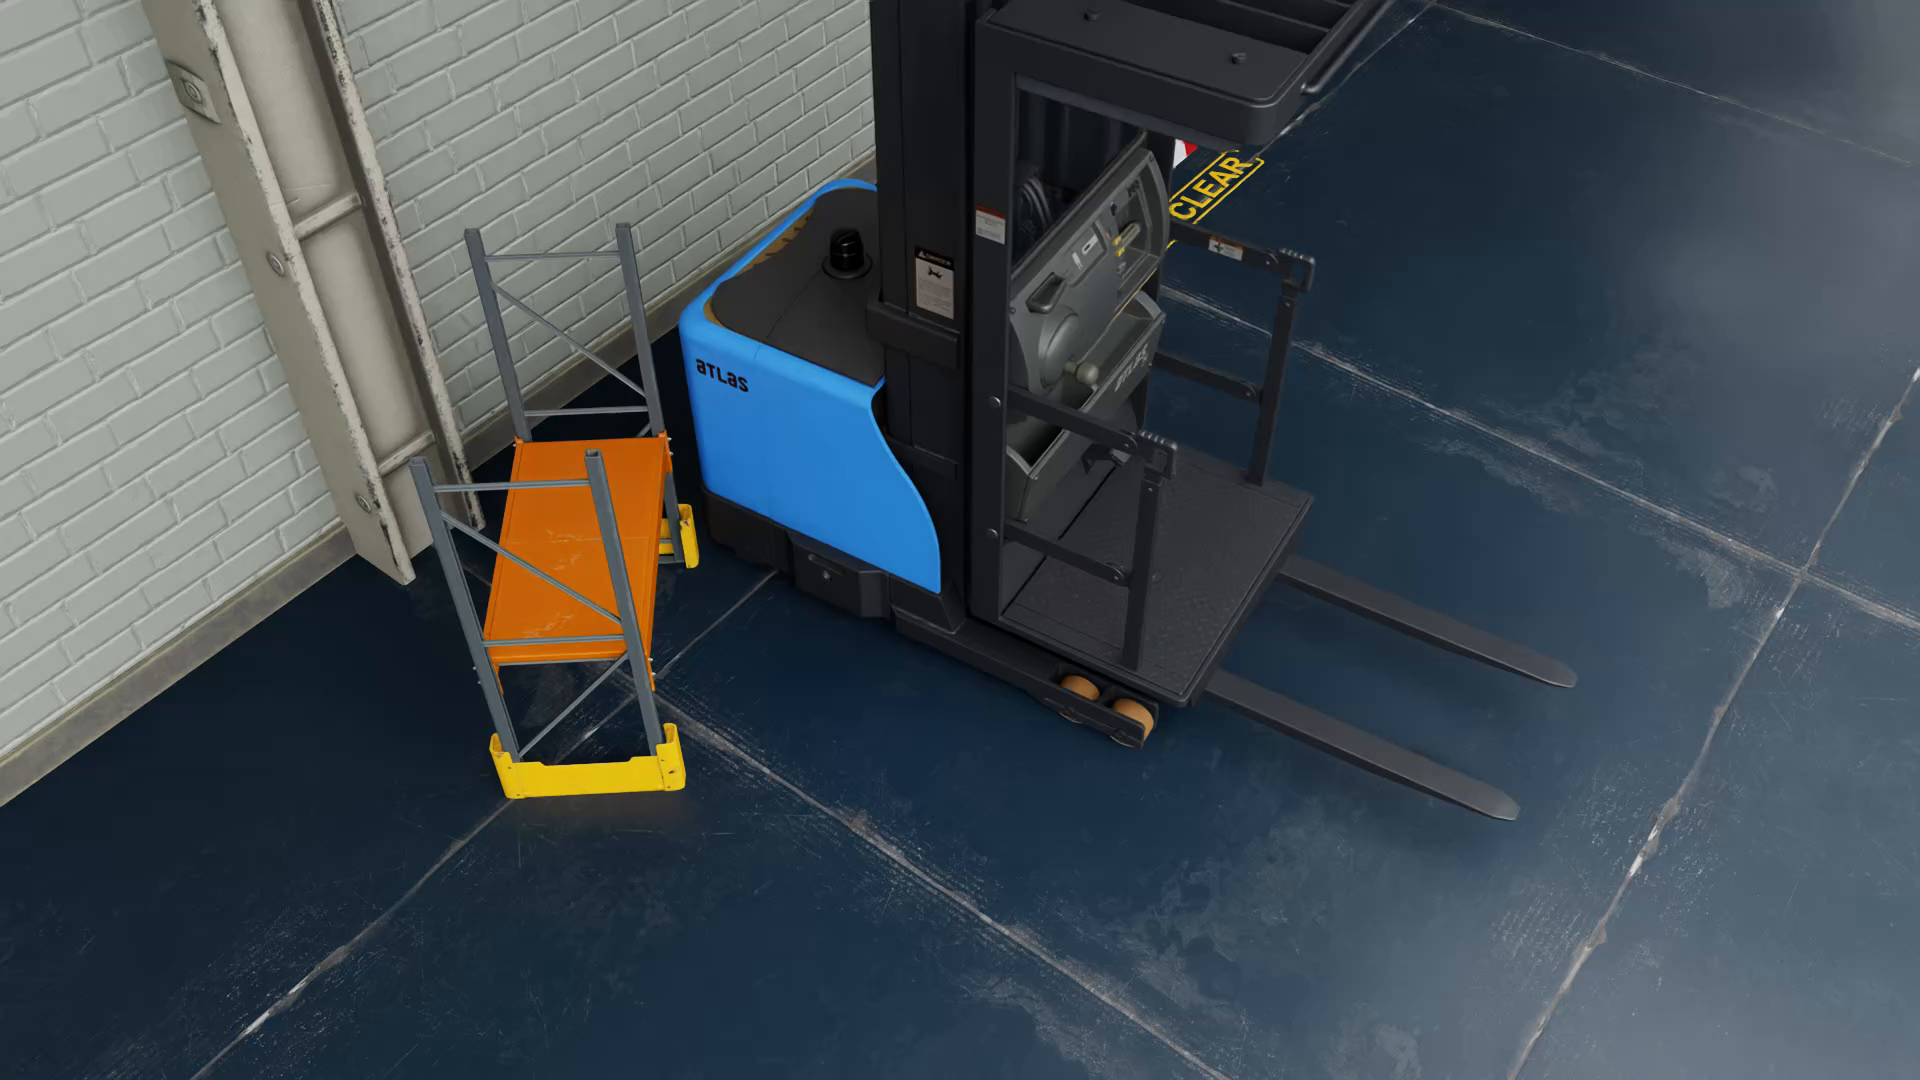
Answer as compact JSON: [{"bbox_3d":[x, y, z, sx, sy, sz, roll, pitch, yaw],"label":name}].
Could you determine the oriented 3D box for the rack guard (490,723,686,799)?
[{"bbox_3d":[-1.200,0.717,5.392,0.587,0.250,0.087,-3,46,-2],"label":"rack guard"}]

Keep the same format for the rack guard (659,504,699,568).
[{"bbox_3d":[-1.263,-0.002,6.079,0.587,0.250,0.087,-3,46,-2],"label":"rack guard"}]

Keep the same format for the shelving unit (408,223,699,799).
[{"bbox_3d":[-1.232,-0.074,5.283,0.587,1.500,1.083,-3,46,-2],"label":"shelving unit"}]

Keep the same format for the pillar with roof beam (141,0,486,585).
[{"bbox_3d":[1.372,-1.218,1.191,9.100,9.000,0.400,29,53,25],"label":"pillar with roof beam"}]

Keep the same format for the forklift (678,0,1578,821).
[{"bbox_3d":[0.578,-0.762,4.951,3.031,2.935,1.130,23,51,21],"label":"forklift"}]

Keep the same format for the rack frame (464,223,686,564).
[{"bbox_3d":[-1.263,-0.434,5.628,0.500,1.500,0.032,-3,46,-2],"label":"rack frame"}]

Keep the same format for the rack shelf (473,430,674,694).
[{"bbox_3d":[-1.231,0.057,5.407,0.538,0.185,1.000,-3,46,-2],"label":"rack shelf"}]

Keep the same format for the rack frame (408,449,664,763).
[{"bbox_3d":[-1.199,0.299,4.927,0.500,1.500,0.032,-3,46,-2],"label":"rack frame"}]
